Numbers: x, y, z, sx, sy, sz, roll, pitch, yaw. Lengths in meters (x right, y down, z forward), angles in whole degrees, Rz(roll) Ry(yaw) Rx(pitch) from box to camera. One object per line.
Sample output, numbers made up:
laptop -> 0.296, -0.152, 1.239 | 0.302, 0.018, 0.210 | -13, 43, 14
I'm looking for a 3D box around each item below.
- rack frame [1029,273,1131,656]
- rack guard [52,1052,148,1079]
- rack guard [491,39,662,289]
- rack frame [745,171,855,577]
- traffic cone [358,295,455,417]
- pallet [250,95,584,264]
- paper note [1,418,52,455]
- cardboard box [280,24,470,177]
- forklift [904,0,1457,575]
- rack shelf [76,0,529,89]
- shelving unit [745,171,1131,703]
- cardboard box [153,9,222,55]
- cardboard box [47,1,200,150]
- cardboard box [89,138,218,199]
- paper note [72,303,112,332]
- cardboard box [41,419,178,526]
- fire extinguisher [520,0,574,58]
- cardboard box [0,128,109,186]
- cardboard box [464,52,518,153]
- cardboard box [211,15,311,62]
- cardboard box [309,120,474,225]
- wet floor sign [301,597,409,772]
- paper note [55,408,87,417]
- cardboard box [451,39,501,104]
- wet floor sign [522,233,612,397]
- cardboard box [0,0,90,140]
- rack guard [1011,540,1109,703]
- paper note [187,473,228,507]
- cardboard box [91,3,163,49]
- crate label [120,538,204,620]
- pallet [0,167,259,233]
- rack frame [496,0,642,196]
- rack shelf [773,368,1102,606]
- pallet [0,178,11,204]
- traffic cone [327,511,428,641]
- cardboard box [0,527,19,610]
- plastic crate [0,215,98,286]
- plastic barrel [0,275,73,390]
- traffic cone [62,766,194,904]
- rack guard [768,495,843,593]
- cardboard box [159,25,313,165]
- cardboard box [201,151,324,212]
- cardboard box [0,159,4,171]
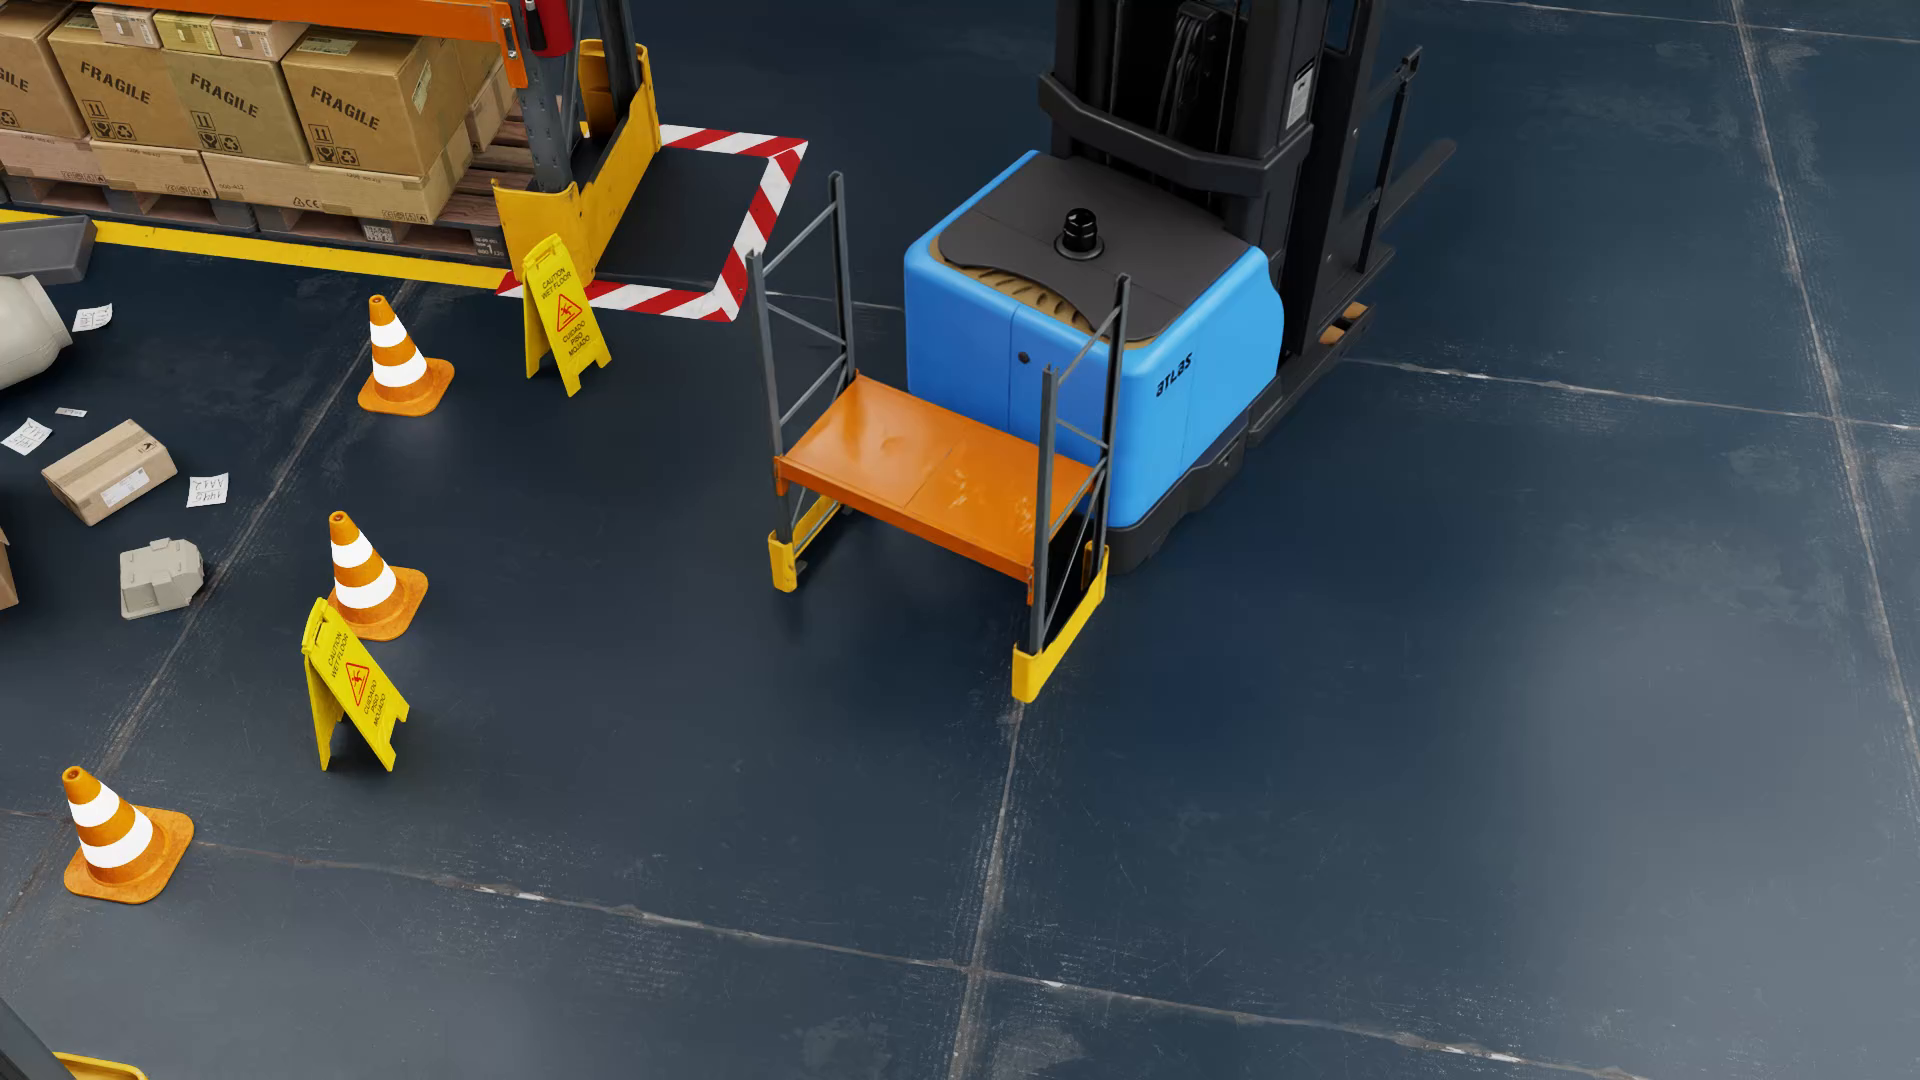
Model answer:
rack frame -> 0.370, -0.128, 5.357 | 0.032, 1.500, 0.500 | 23, 52, 20
rack guard -> -2.371, 1.956, 4.157 | 0.348, 0.500, 1.175 | 8, 49, 7
rack guard -> -1.689, -1.694, 7.436 | 0.348, 0.500, 1.175 | 8, 49, 7
rack frame -> -0.510, -0.508, 5.698 | 0.032, 1.500, 0.500 | 23, 52, 20
traffic cone -> -2.266, -0.784, 6.644 | 0.334, 0.463, 0.336 | 8, 49, 7
pallet -> -2.482, -1.731, 7.663 | 1.213, 0.211, 1.003 | 8, 49, 7
paper note -> -3.707, -0.414, 6.609 | 0.142, 0.019, 0.148 | 23, 52, 20
cardboard box -> -2.449, -1.907, 7.009 | 0.500, 0.500, 0.500 | 8, 49, 7
forklift -> 1.084, -1.903, 5.989 | 1.130, 2.935, 3.031 | 30, 54, 24
rack shelf -> -3.582, -2.544, 7.003 | 4.000, 0.370, 1.077 | 8, 49, 7
shelving unit -> -0.078, -0.321, 5.531 | 1.083, 1.500, 0.587 | 23, 52, 20
cardboard box -> -3.069, -2.158, 6.799 | 0.250, 0.149, 0.380 | 8, 49, 7
cardboard box -> -3.458, -2.045, 7.133 | 0.500, 0.500, 0.500 | 7, 48, 6
cardboard box -> -3.481, -1.790, 7.408 | 0.500, 0.250, 0.500 | 6, 48, 5
paper note -> -3.696, -0.949, 7.082 | 0.148, 0.019, 0.142 | -7, 48, -7
cardboard box -> -3.262, -0.261, 6.385 | 0.250, 0.149, 0.380 | 32, 56, 26
fire extinguisher -> -1.583, -2.141, 6.209 | 0.183, 0.674, 0.296 | 8, 49, 7
cardboard box -> -3.968, -1.864, 7.474 | 0.500, 0.250, 0.500 | 7, 48, 6
cardboard box -> -2.358, -2.050, 7.642 | 0.500, 0.250, 0.500 | 7, 48, 7
cardboard box -> -2.822, -2.123, 6.767 | 0.250, 0.149, 0.380 | 9, 49, 8
cardboard box -> -2.481, -1.654, 7.286 | 0.500, 0.250, 0.500 | 7, 48, 7
wet floor sign -> -2.014, 0.459, 5.404 | 0.232, 0.644, 0.267 | 0, 48, 0
paper note -> -3.586, -0.516, 6.706 | 0.123, 0.001, 0.032 | 8, 49, 7
cardboard box -> -2.382, -2.303, 7.365 | 0.500, 0.500, 0.500 | 6, 48, 6
wet floor sign -> -1.617, -0.924, 6.647 | 0.232, 0.644, 0.267 | 23, 52, 20
cardboard box -> -3.979, -2.113, 7.194 | 0.500, 0.500, 0.500 | 10, 49, 9
rack guard -> 0.353, 0.282, 5.829 | 0.087, 0.250, 0.587 | 23, 52, 20
paper note -> -2.898, -0.195, 6.405 | 0.142, 0.019, 0.148 | -7, 48, -7
cardboard box -> -3.328, -2.195, 6.831 | 0.250, 0.149, 0.380 | 10, 49, 8
crate label -> -2.914, 0.123, 6.047 | 0.298, 0.136, 0.250 | -15, 50, -13
pallet -> -3.679, -1.894, 7.810 | 1.213, 0.211, 1.003 | 8, 49, 7
rack frame -> -1.614, -2.520, 6.497 | 0.127, 3.000, 1.000 | 8, 49, 7
rack shelf -> -0.070, -0.198, 5.661 | 1.000, 0.185, 0.538 | 23, 52, 20
pallet -> -4.883, -2.054, 7.953 | 1.213, 0.211, 1.003 | 8, 49, 7
traffic cone -> -2.129, 0.073, 5.873 | 0.334, 0.463, 0.336 | 8, 49, 7
cardboard box -> -3.793, -0.064, 5.970 | 0.637, 0.503, 0.797 | -23, 52, -19
plastic crate -> -4.151, -1.265, 7.333 | 0.583, 0.080, 0.402 | -7, 48, -7
plastic barrel -> -3.916, -0.824, 6.705 | 0.512, 0.421, 0.421 | -32, 55, -25
traffic cone -> -2.665, 0.855, 5.170 | 0.334, 0.463, 0.336 | 8, 49, 7
rack guard -> -0.509, -0.089, 6.162 | 0.087, 0.250, 0.587 | 23, 52, 20
cardboard box -> -2.963, -1.973, 7.068 | 0.500, 0.500, 0.500 | 9, 49, 8
cardboard box -> -2.966, -1.725, 7.350 | 0.500, 0.250, 0.500 | 8, 49, 7
cardboard box -> -4.490, -1.932, 7.536 | 0.500, 0.250, 0.500 | 10, 49, 9
